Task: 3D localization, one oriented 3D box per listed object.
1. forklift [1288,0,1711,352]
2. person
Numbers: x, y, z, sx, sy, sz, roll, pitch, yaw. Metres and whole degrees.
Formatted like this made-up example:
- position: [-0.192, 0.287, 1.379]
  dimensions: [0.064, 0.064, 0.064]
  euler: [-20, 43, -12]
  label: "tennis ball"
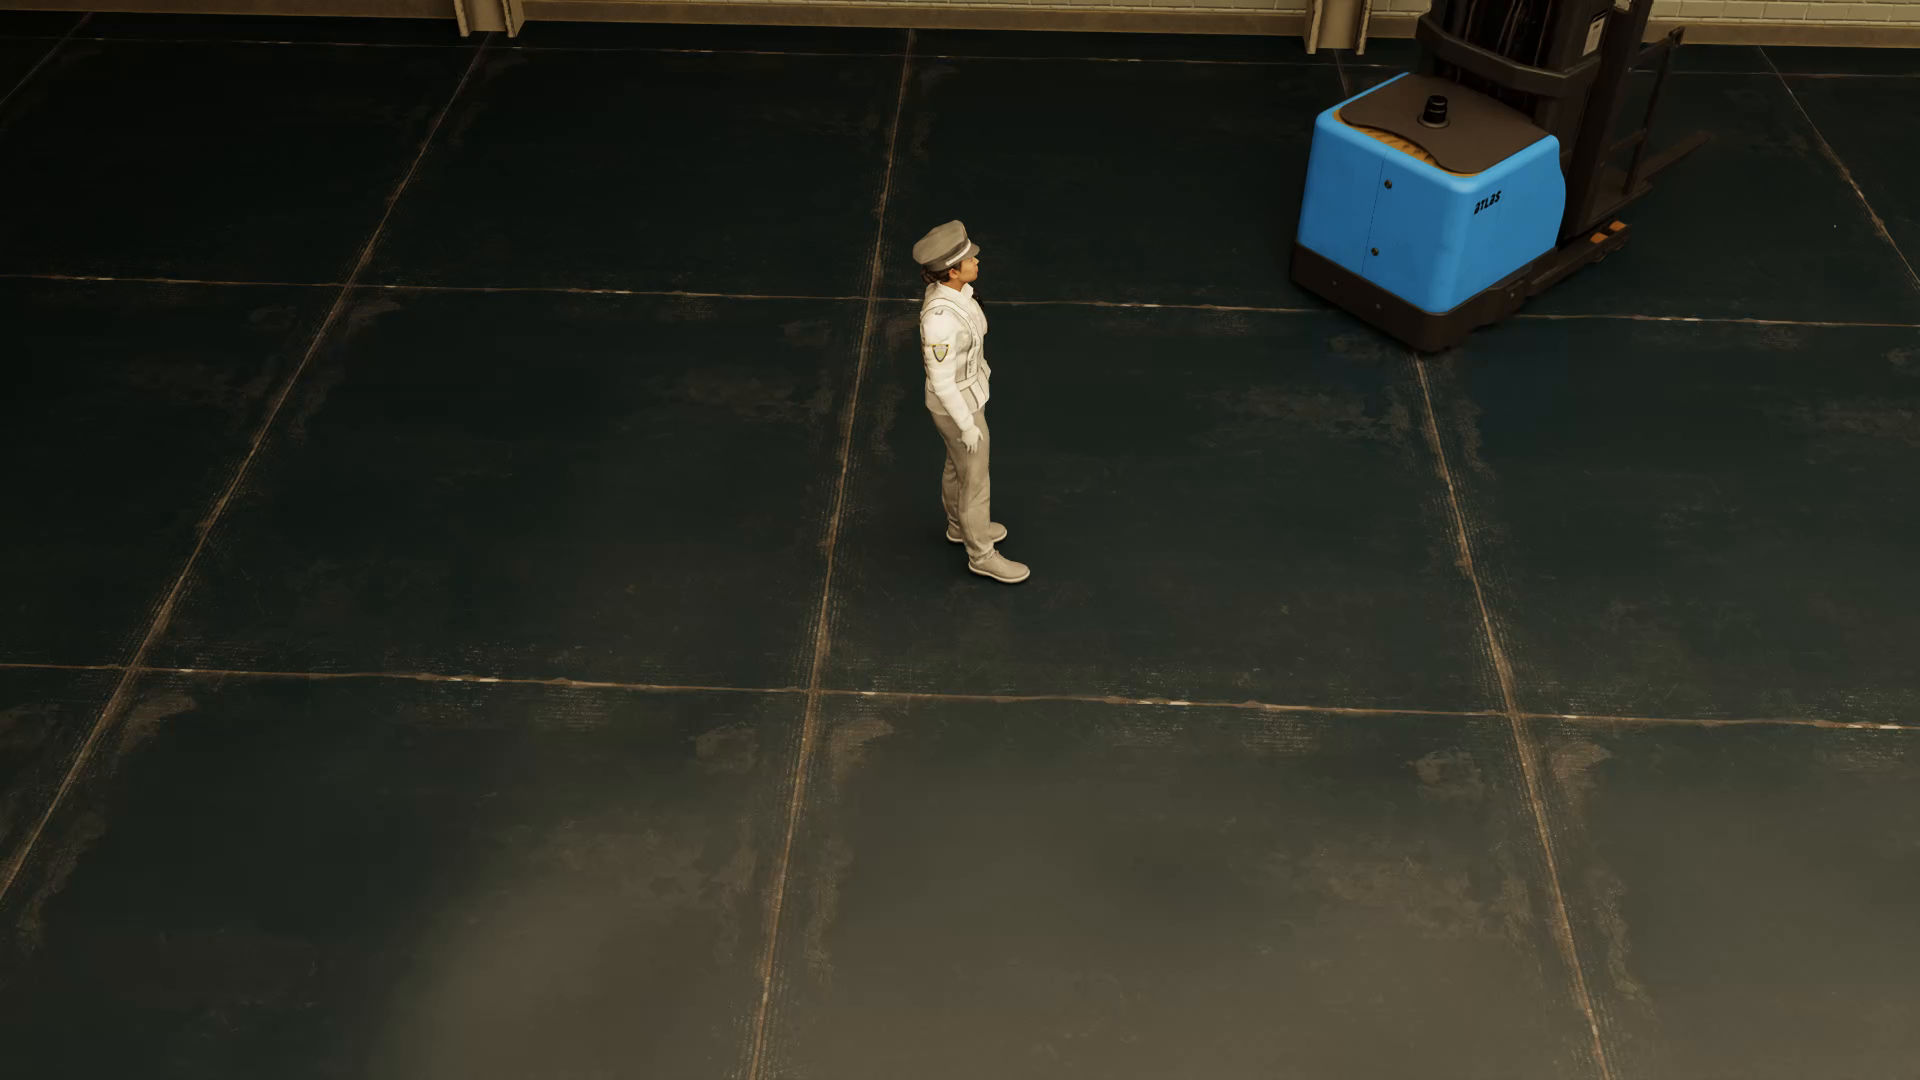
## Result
- position: [3.313, -2.943, 8.966]
  dimensions: [3.031, 2.935, 1.130]
  euler: [-30, 50, -29]
  label: "forklift"
- position: [0.068, -0.624, 7.332]
  dimensions: [0.531, 1.694, 0.586]
  euler: [2, 42, 2]
  label: "person"
